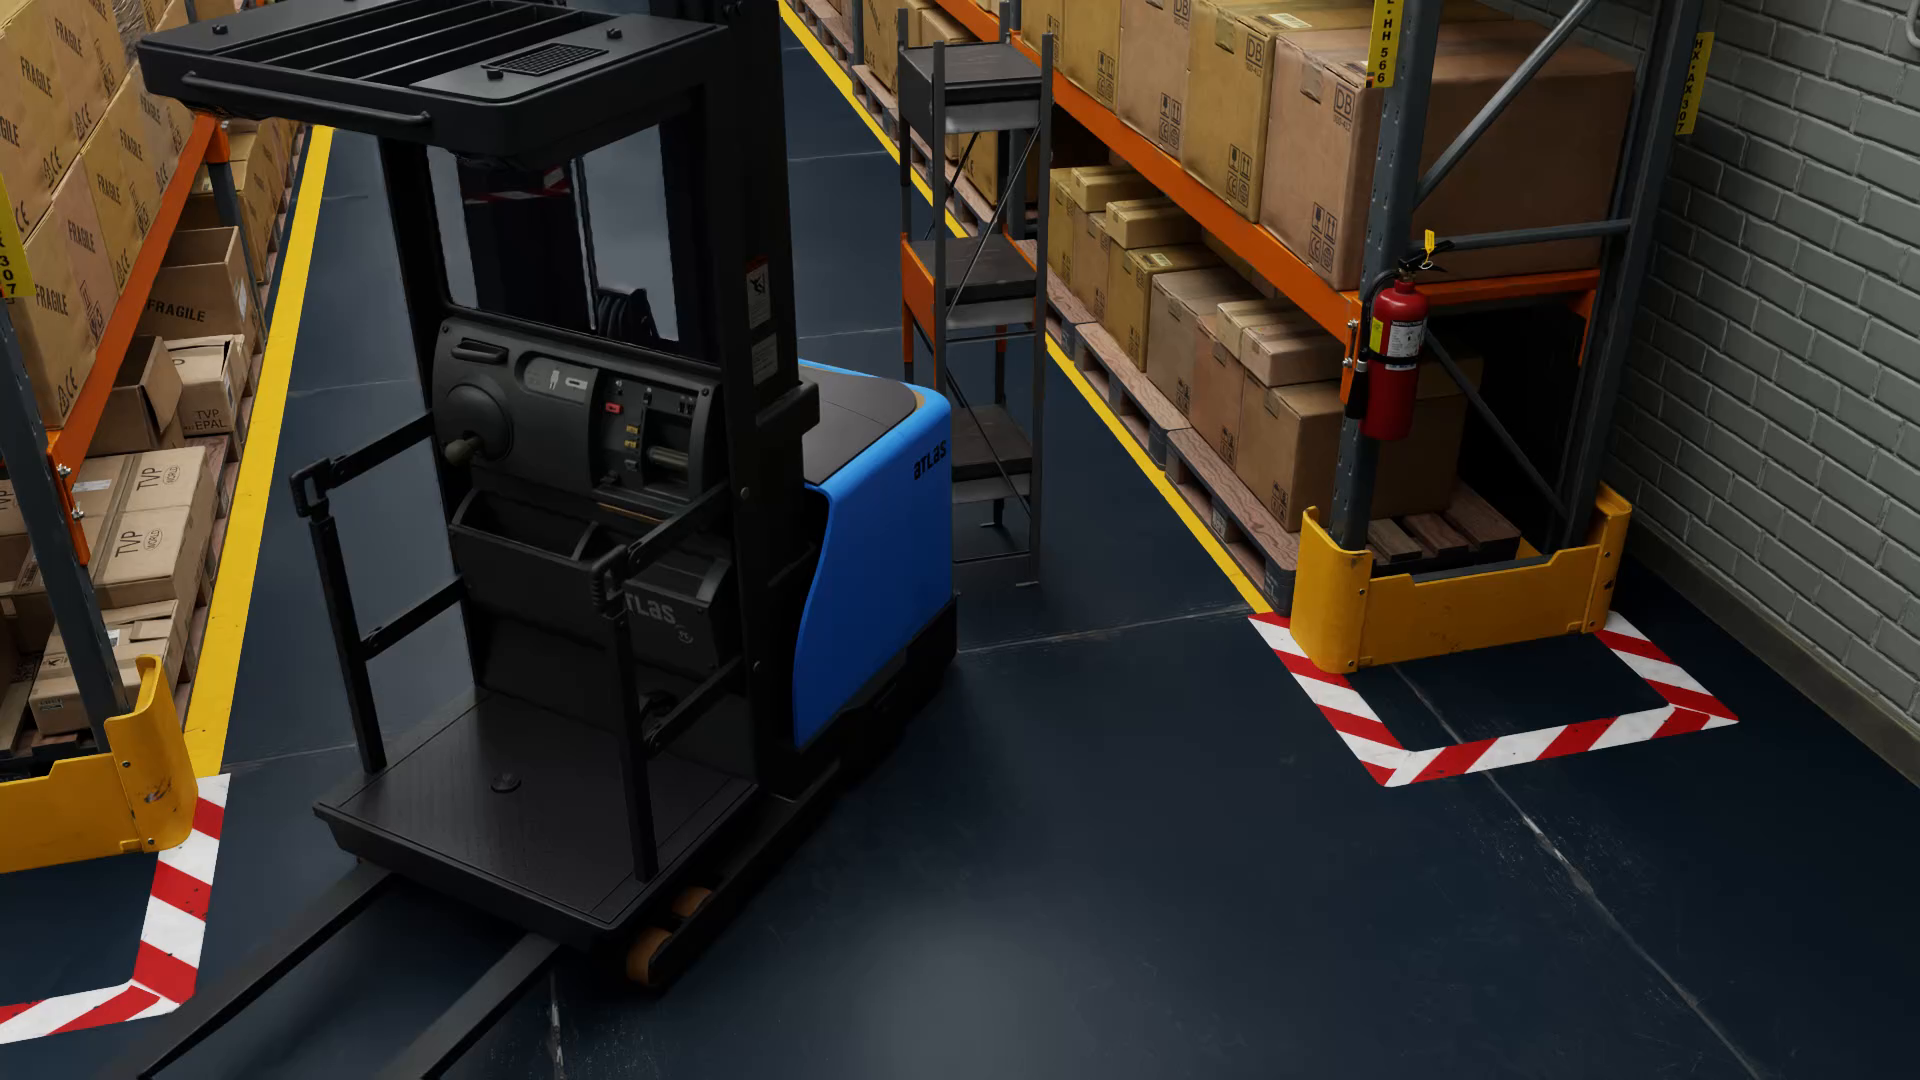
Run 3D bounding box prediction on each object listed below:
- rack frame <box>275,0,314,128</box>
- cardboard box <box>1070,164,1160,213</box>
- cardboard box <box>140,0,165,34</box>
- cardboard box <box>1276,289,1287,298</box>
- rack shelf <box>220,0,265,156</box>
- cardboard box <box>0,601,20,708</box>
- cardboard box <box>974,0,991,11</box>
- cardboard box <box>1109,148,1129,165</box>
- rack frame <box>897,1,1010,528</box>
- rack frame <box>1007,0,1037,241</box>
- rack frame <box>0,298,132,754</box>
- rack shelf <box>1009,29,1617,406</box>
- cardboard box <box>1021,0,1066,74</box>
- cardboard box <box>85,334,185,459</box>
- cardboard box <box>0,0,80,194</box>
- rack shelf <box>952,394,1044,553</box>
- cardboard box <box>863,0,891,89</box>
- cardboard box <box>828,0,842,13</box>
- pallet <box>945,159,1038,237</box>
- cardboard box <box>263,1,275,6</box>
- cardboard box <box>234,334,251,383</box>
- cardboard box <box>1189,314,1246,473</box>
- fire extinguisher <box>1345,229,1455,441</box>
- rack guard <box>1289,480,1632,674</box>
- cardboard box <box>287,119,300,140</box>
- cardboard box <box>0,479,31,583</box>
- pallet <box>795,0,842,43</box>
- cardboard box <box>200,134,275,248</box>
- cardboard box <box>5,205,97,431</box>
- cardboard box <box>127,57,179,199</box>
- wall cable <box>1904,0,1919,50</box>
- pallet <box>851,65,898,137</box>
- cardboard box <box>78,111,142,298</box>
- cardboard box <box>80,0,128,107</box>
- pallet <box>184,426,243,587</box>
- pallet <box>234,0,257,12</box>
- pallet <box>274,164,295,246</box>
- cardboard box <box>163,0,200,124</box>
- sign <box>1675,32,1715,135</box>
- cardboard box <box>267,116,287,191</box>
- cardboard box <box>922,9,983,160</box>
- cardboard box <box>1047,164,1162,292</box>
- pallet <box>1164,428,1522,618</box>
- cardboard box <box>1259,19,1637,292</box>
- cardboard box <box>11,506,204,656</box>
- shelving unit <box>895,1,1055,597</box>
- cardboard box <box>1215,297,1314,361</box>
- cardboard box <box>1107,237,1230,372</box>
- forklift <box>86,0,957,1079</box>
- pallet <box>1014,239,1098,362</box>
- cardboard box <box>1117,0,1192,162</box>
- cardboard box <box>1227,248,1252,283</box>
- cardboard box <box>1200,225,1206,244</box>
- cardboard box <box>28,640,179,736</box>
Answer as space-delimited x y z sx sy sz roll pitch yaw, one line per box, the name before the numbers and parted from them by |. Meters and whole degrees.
rack frame | -5.090 -4.188 10.990 1.000 3.000 0.127 -8 31 -13
cardboard box | 0.761 -1.732 8.177 0.380 0.149 0.250 -7 31 -12
cardboard box | -3.506 -2.275 6.588 0.500 0.500 0.500 -8 31 -14
cardboard box | 1.551 -1.021 6.949 0.380 0.149 0.250 -8 31 -13
rack shelf | -4.560 -2.910 9.502 1.077 0.370 4.000 -8 31 -13
cardboard box | -3.349 0.338 5.228 0.500 0.500 0.500 -8 31 -13
cardboard box | 0.294 -3.060 9.274 0.380 0.149 0.250 -7 31 -12
cardboard box | 0.999 -2.018 8.671 0.380 0.149 0.250 -8 31 -14
rack frame | -0.021 -0.947 6.289 0.400 2.100 0.015 -8 31 -13
rack frame | 0.746 -2.916 8.794 1.000 3.000 0.127 -8 31 -13
rack frame | -2.967 -0.324 4.315 1.000 3.000 0.127 -8 31 -13
rack shelf | 1.277 -1.639 7.305 1.077 0.370 4.000 -8 31 -13
cardboard box | 0.875 -2.782 8.262 0.980 0.700 0.700 -7 31 -13
cardboard box | -3.525 -0.459 6.601 0.797 0.503 0.637 -8 31 -13
cardboard box | -2.977 -1.301 4.905 0.500 0.500 0.500 -8 31 -13
rack shelf | 0.044 -0.211 6.443 0.431 0.518 0.480 -8 31 -13
cardboard box | -0.247 -3.727 11.921 0.750 0.750 0.750 -8 31 -14
cardboard box | -0.741 -4.798 14.101 0.700 0.500 0.500 -8 31 -14
pallet | 0.469 -2.072 10.119 1.003 0.211 1.213 -8 31 -13
cardboard box | -4.946 -3.714 11.938 0.500 0.311 0.500 -7 31 -12
cardboard box | -3.447 -0.802 7.547 0.380 0.149 0.250 -8 31 -13
cardboard box | 1.393 -0.651 6.956 0.700 0.500 0.500 -8 31 -13
fire extinguisher | 1.403 -0.655 5.337 0.296 0.674 0.183 -8 31 -13
rack guard | 1.814 0.109 6.062 1.175 0.500 0.348 -8 31 -13
cardboard box | -4.616 -2.876 10.780 0.500 0.500 0.500 -7 31 -11
cardboard box | -3.572 -0.017 6.090 0.500 0.250 0.500 -8 31 -13
pallet | -0.842 -4.607 14.499 1.003 0.211 1.213 -8 31 -13
cardboard box | -4.074 -1.886 9.071 0.500 0.500 0.500 -7 31 -13
cardboard box | -2.831 -0.616 4.721 0.500 0.500 0.500 -7 31 -12
cardboard box | -3.372 -1.595 6.412 0.500 0.500 0.500 -7 31 -12
wall cable | 3.060 -0.931 4.350 0.084 1.984 1.851 -8 31 -13
pallet | -0.179 -3.250 12.155 1.003 0.211 1.213 -8 31 -13
cardboard box | -3.103 -1.108 5.570 0.500 0.500 0.500 -8 31 -13
cardboard box | -3.240 -1.788 5.747 0.500 0.500 0.500 -8 31 -14
pallet | -3.520 -0.127 6.758 1.003 0.211 1.213 -8 31 -13
pallet | -4.136 -2.573 8.393 1.003 0.211 1.213 -8 31 -13
pallet | -4.608 -2.027 10.041 1.003 0.211 1.213 -8 31 -13
cardboard box | -3.649 -2.092 7.270 0.500 0.500 0.500 -7 31 -12
sign | 2.345 -1.464 5.342 0.100 0.325 0.005 -8 31 -13
cardboard box | -4.333 -2.373 9.912 0.500 0.500 0.500 -9 31 -15
cardboard box | 0.210 -2.893 10.481 0.750 0.750 0.750 -7 31 -12
cardboard box | 0.846 -1.641 8.667 0.700 0.500 0.500 -7 31 -13
pallet | 1.520 -0.153 6.804 1.003 0.211 1.213 -8 31 -13
cardboard box | 1.663 -1.359 5.804 0.980 0.700 0.700 -6 31 -11
cardboard box | -2.971 0.134 5.830 0.500 0.250 0.500 -8 31 -13
shelving unit | 0.044 -0.829 6.086 0.431 2.100 0.503 -8 31 -13
cardboard box | 1.247 -0.851 6.654 0.380 0.149 0.250 -7 31 -12
cardboard box | 1.110 -1.150 7.818 0.700 0.500 0.500 -7 31 -12
forklift | -1.152 -0.287 4.320 1.130 2.935 3.031 15 33 24
pallet | 0.873 -1.332 8.840 1.003 0.211 1.213 -8 31 -13
cardboard box | 1.266 -2.078 7.047 0.980 0.700 0.700 -9 31 -16
cardboard box | 1.414 -1.268 7.375 0.380 0.149 0.250 -8 31 -13
cardboard box | 1.277 -1.515 7.801 0.380 0.149 0.250 -8 31 -13
cardboard box | -2.747 0.472 5.347 0.380 0.149 0.250 -8 31 -13
